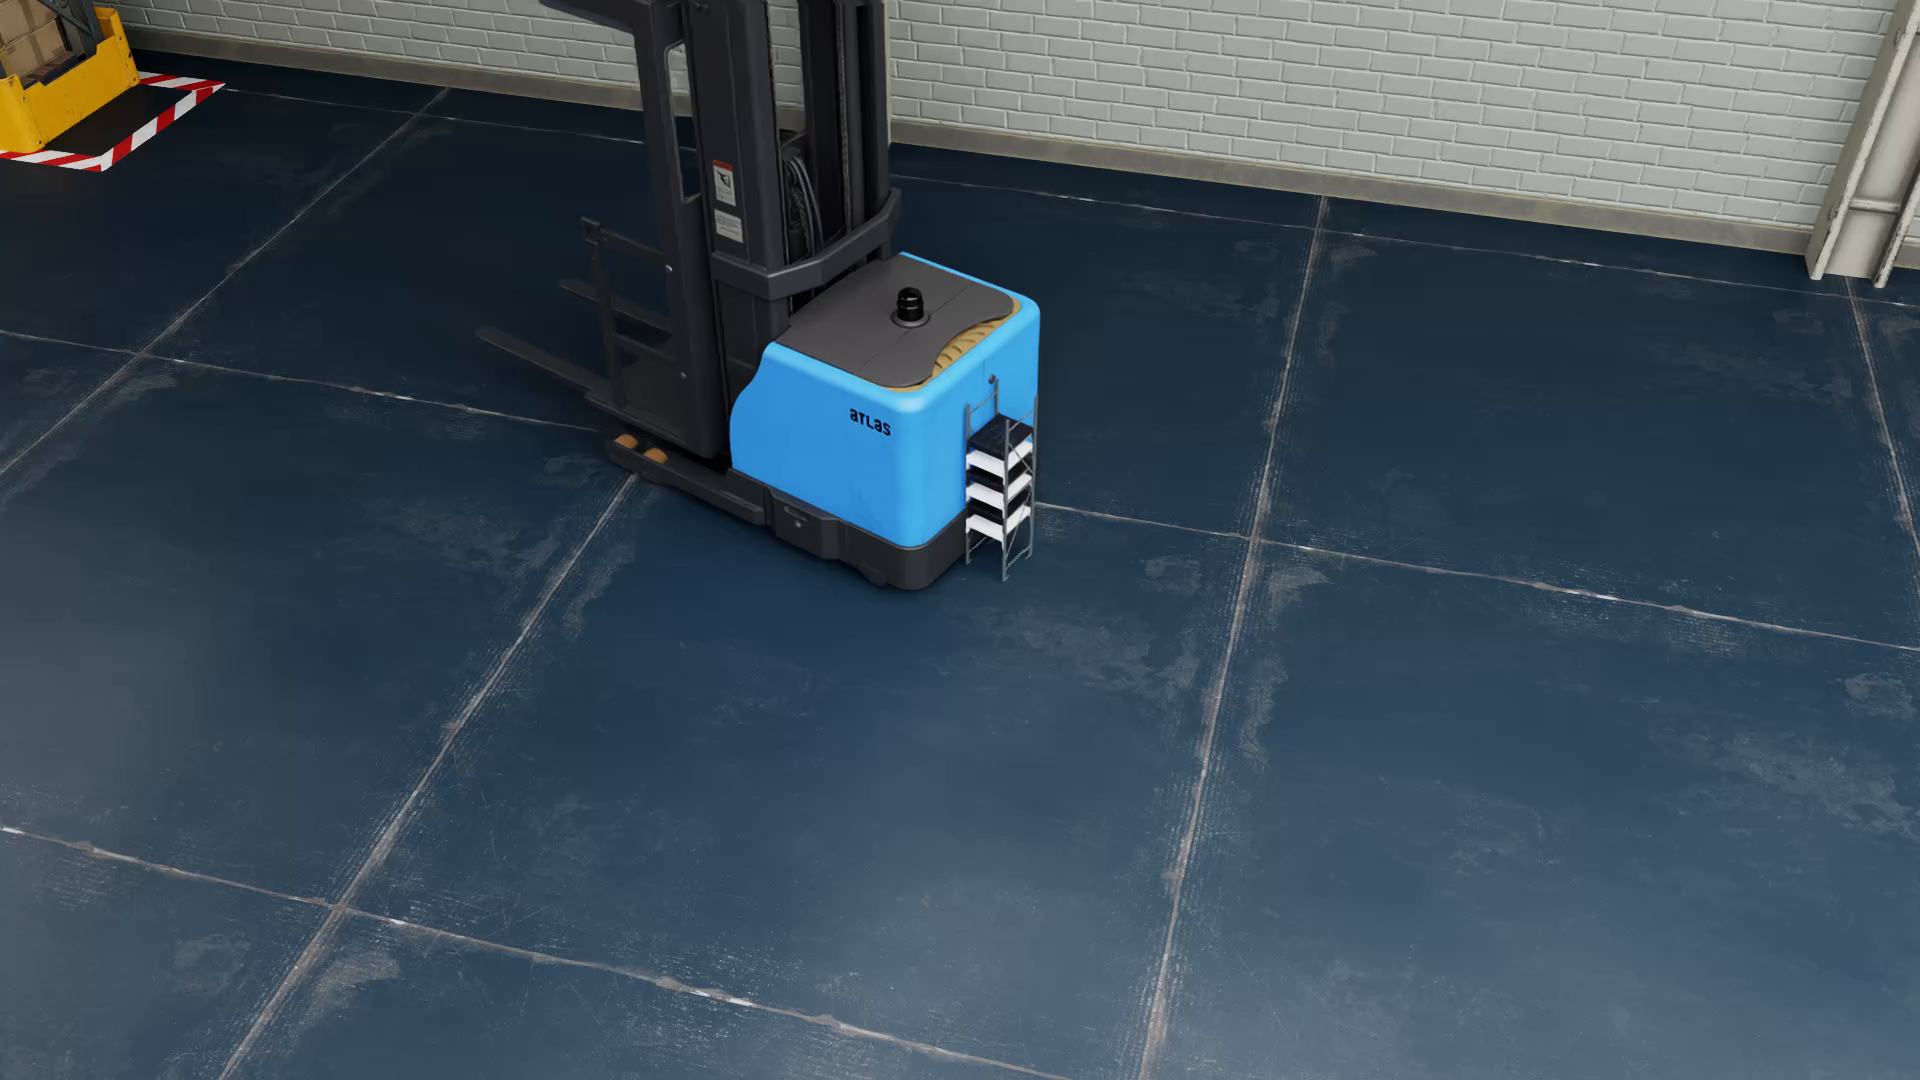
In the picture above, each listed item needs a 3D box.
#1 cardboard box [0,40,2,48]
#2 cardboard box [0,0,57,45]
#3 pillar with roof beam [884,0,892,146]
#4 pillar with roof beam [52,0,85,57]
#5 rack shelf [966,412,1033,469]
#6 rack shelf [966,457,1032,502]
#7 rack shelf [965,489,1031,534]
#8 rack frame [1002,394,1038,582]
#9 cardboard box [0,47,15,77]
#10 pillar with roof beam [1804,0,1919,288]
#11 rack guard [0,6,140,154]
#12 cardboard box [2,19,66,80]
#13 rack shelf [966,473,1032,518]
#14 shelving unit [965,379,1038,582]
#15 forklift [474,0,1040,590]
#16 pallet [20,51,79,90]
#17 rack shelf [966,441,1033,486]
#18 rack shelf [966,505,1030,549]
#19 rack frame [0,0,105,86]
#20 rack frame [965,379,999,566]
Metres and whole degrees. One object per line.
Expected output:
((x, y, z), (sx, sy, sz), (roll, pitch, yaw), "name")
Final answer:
((-6.582, -3.219, 10.698), (0.500, 0.250, 0.500), (9, 41, 11), "cardboard box")
((-6.431, -3.540, 11.079), (0.500, 0.250, 0.500), (10, 41, 12), "cardboard box")
((-1.787, -3.334, 4.747), (0.400, 9.000, 9.100), (10, 41, 11), "pillar with roof beam")
((-7.583, -4.331, 5.935), (0.400, 9.000, 9.100), (10, 41, 11), "pillar with roof beam")
((0.180, -0.435, 7.224), (0.200, 0.077, 0.258), (24, 46, 26), "rack shelf")
((0.180, -0.297, 7.340), (0.200, 0.077, 0.258), (24, 46, 26), "rack shelf")
((0.180, -0.159, 7.456), (0.200, 0.077, 0.258), (24, 46, 26), "rack shelf")
((0.263, -0.216, 7.332), (0.006, 0.900, 0.240), (24, 46, 26), "rack frame")
((-6.566, -3.023, 10.853), (0.500, 0.250, 0.500), (10, 41, 12), "cardboard box")
((4.009, -2.337, 3.560), (0.400, 9.000, 9.100), (10, 41, 11), "pillar with roof beam")
((-6.008, -3.072, 11.043), (0.348, 0.500, 1.175), (10, 41, 11), "rack guard")
((-6.455, -3.344, 11.235), (0.500, 0.250, 0.500), (10, 41, 12), "cardboard box")
((0.180, -0.228, 7.398), (0.200, 0.077, 0.258), (24, 46, 26), "rack shelf")
((0.180, -0.253, 7.377), (0.210, 0.900, 0.258), (24, 46, 26), "shelving unit")
((-1.126, -1.655, 7.466), (3.031, 2.935, 1.130), (24, 46, 26), "forklift")
((-6.780, -3.066, 11.261), (1.213, 0.211, 1.003), (10, 41, 11), "pallet")
((0.180, -0.366, 7.282), (0.200, 0.077, 0.258), (24, 46, 26), "rack shelf")
((0.180, -0.090, 7.514), (0.200, 0.077, 0.258), (24, 46, 26), "rack shelf")
((-6.031, -4.033, 10.244), (0.127, 3.000, 1.000), (10, 41, 11), "rack frame")
((0.097, -0.291, 7.422), (0.006, 0.900, 0.240), (24, 46, 26), "rack frame")
